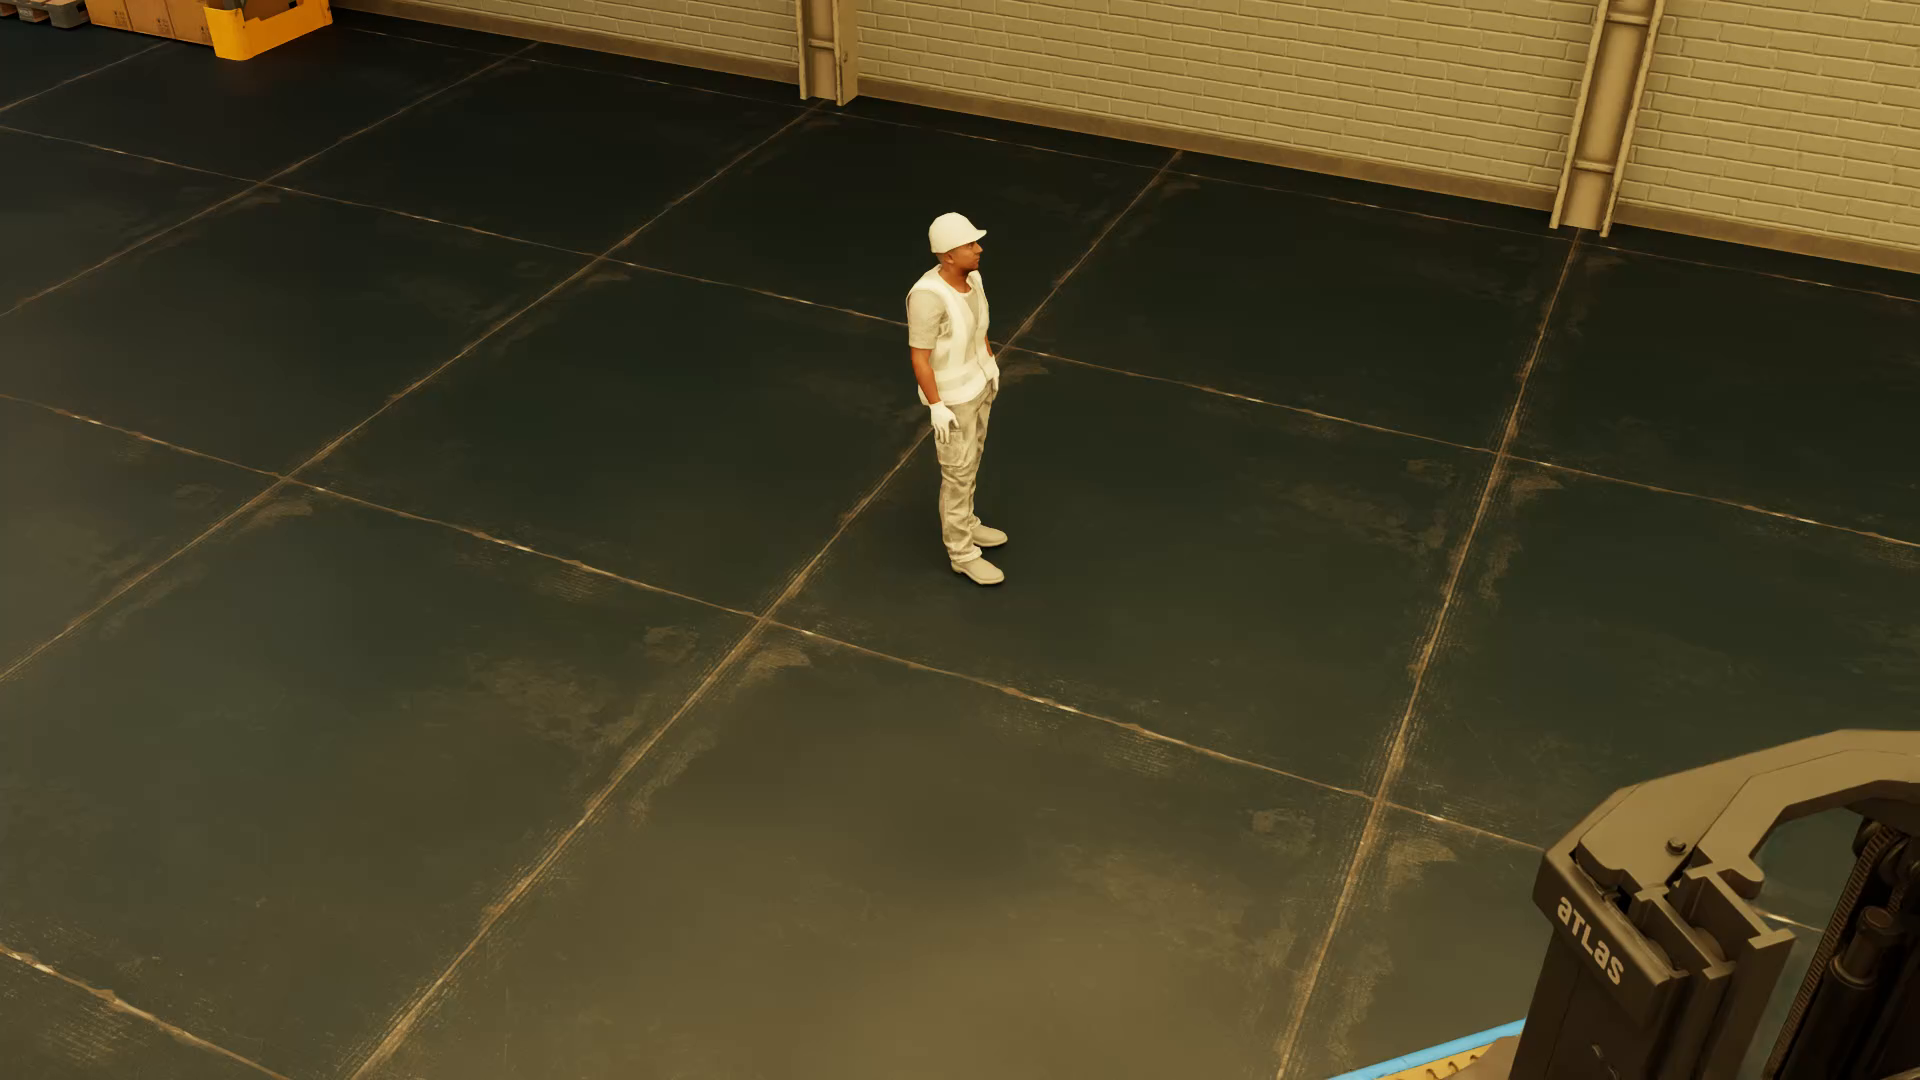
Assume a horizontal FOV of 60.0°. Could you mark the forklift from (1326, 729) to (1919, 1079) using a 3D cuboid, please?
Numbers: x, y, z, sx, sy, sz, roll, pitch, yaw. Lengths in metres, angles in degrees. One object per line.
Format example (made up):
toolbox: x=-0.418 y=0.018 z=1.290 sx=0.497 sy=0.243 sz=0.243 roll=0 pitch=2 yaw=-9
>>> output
forklift: x=1.730 y=1.957 z=3.343 sx=1.130 sy=2.935 sz=3.031 roll=-11 pitch=37 yaw=-15

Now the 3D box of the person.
person: x=0.061 y=-0.710 z=8.058 sx=0.577 sy=1.782 sz=0.656 roll=15 pitch=38 yaw=20
